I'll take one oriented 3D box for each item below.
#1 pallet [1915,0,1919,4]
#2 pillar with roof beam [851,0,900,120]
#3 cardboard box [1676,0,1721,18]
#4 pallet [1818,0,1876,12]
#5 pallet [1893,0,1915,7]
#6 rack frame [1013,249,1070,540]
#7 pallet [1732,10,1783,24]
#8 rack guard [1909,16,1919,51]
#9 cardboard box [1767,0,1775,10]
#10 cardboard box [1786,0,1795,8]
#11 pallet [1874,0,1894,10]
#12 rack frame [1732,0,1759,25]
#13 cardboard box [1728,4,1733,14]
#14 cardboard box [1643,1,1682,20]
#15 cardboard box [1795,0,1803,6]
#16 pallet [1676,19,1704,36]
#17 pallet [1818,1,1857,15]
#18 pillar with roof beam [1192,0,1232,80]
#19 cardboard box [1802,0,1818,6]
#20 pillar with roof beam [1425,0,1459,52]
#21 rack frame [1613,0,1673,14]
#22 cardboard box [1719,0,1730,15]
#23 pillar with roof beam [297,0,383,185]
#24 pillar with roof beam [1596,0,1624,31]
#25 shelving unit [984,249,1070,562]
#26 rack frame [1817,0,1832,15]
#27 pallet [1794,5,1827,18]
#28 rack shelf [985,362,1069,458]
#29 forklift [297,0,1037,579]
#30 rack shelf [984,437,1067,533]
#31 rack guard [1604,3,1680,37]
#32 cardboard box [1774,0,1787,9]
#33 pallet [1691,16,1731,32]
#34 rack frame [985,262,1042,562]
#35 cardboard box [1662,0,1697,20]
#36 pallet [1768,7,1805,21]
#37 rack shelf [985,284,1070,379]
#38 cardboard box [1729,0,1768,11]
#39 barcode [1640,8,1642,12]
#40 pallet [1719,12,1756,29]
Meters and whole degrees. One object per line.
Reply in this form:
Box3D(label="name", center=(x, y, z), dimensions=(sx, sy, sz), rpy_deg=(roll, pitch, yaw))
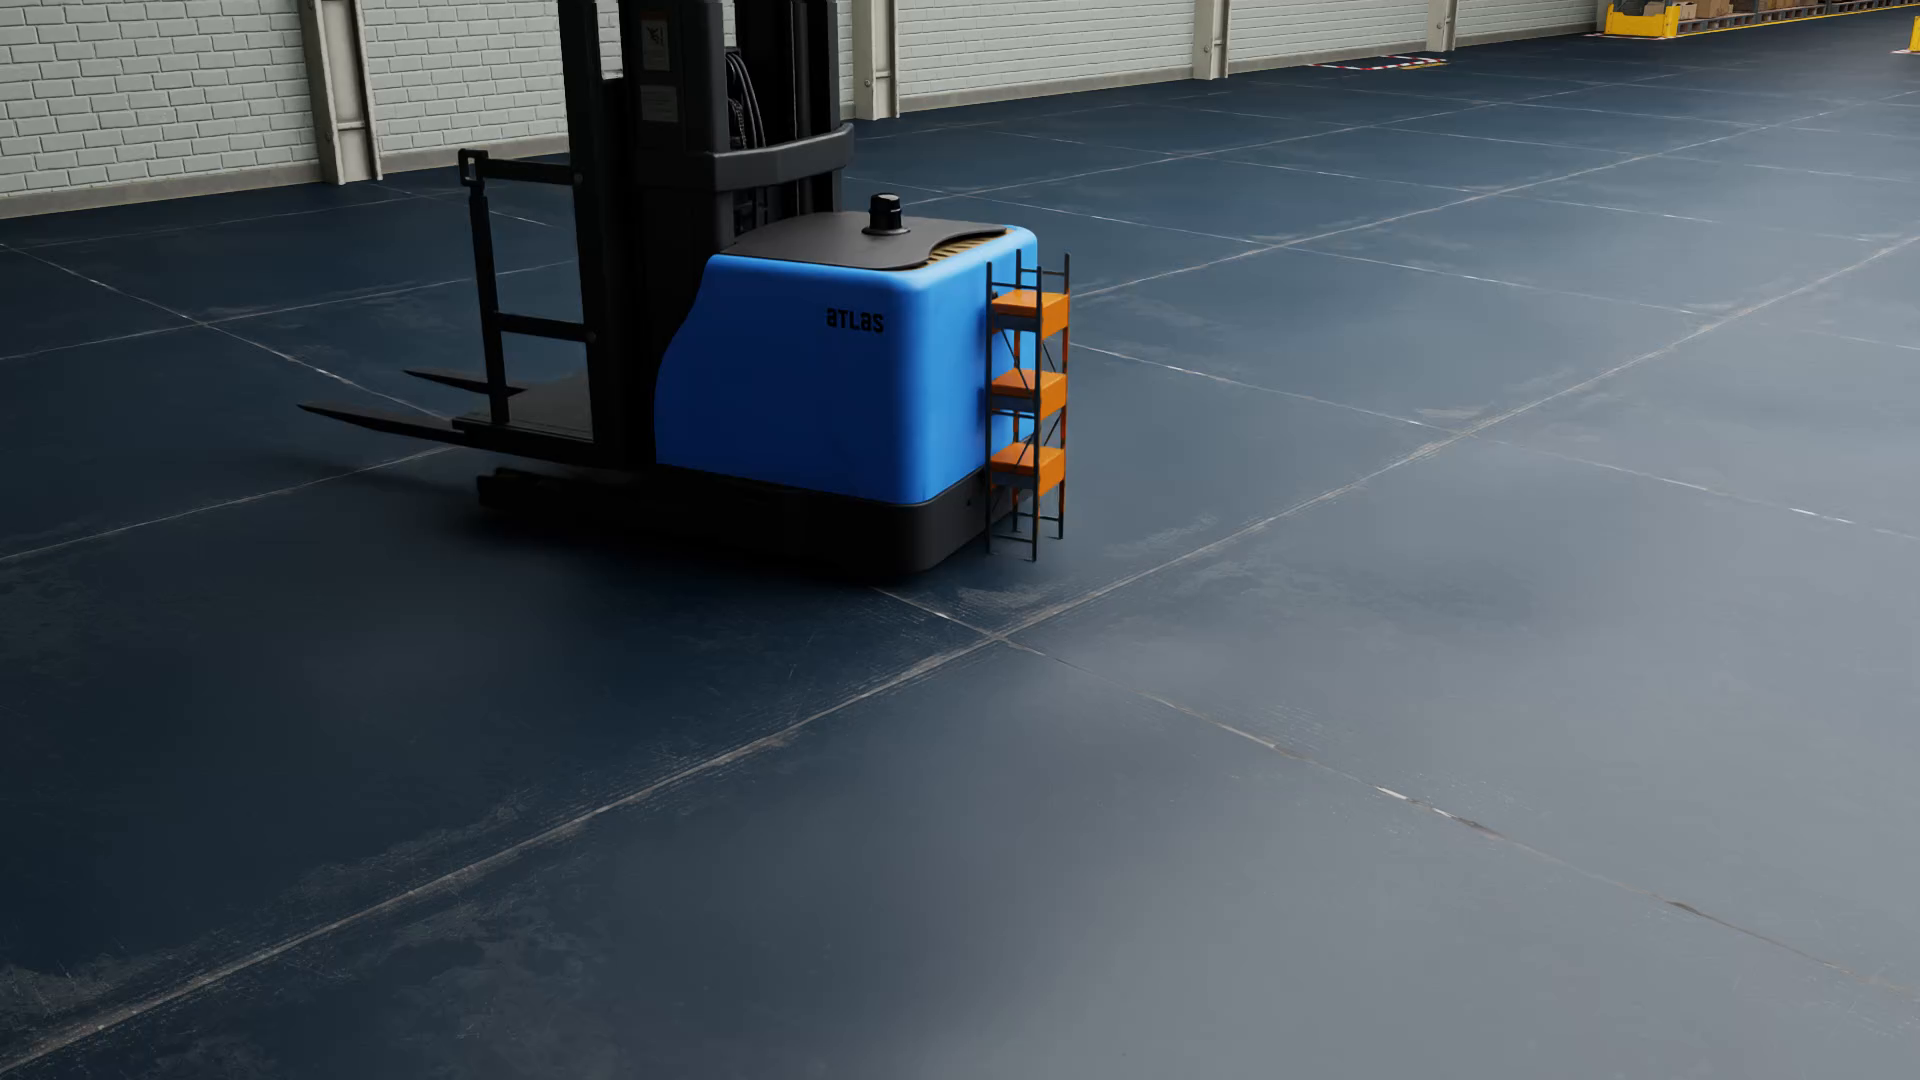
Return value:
Box3D(label="pallet", center=(21.601, -12.458, 38.193), dimensions=(1.003, 0.211, 1.213), rpy_deg=(19, 28, 41))
Box3D(label="pillar with roof beam", center=(2.189, -7.676, 13.504), dimensions=(9.100, 9.000, 0.400), rpy_deg=(19, 28, 41))
Box3D(label="cardboard box", center=(13.285, -9.701, 30.003), dimensions=(0.700, 0.500, 0.500), rpy_deg=(17, 27, 37))
Box3D(label="pallet", center=(18.828, -11.435, 35.530), dimensions=(1.003, 0.211, 1.213), rpy_deg=(19, 28, 41))
Box3D(label="pallet", center=(20.750, -12.143, 37.373), dimensions=(1.003, 0.211, 1.213), rpy_deg=(19, 28, 41))
Box3D(label="rack frame", center=(0.287, -0.507, 5.929), dimensions=(0.200, 1.050, 0.008), rpy_deg=(10, 23, 24))
Box3D(label="pallet", center=(15.125, -10.111, 32.087), dimensions=(1.003, 0.211, 1.213), rpy_deg=(19, 28, 41))
Box3D(label="rack guard", center=(15.327, -7.772, 25.599), dimensions=(1.175, 0.500, 0.348), rpy_deg=(19, 28, 41))
Box3D(label="cardboard box", center=(15.409, -10.590, 32.316), dimensions=(0.700, 0.500, 0.500), rpy_deg=(19, 28, 40))
Box3D(label="cardboard box", center=(16.139, -10.843, 32.975), dimensions=(0.700, 0.500, 0.500), rpy_deg=(19, 28, 40))
Box3D(label="pallet", center=(19.679, -11.750, 36.350), dimensions=(1.003, 0.211, 1.213), rpy_deg=(19, 28, 41))
Box3D(label="rack frame", center=(14.583, -11.212, 31.065), dimensions=(1.000, 3.000, 0.127), rpy_deg=(19, 28, 41))
Box3D(label="cardboard box", center=(14.231, -9.950, 31.117), dimensions=(0.380, 0.166, 0.250), rpy_deg=(15, 26, 34))
Box3D(label="cardboard box", center=(12.340, -9.290, 29.197), dimensions=(0.500, 0.311, 0.500), rpy_deg=(15, 26, 35))
Box3D(label="cardboard box", center=(16.466, -10.978, 33.325), dimensions=(0.700, 0.500, 0.500), rpy_deg=(19, 28, 41))
Box3D(label="pallet", center=(12.437, -9.102, 29.461), dimensions=(1.003, 0.211, 1.213), rpy_deg=(19, 28, 41))
Box3D(label="pallet", center=(17.977, -11.123, 34.718), dimensions=(1.003, 0.211, 1.213), rpy_deg=(19, 28, 41))
Box3D(label="pillar with roof beam", center=(6.374, -9.219, 17.516), dimensions=(9.100, 9.000, 0.400), rpy_deg=(19, 28, 41))
Box3D(label="cardboard box", center=(16.908, -11.081, 33.594), dimensions=(0.500, 0.500, 0.700), rpy_deg=(-20, 29, -41))
Box3D(label="pillar with roof beam", center=(10.560, -10.761, 21.529), dimensions=(9.100, 9.000, 0.400), rpy_deg=(19, 28, 41))
Box3D(label="rack frame", center=(11.792, -10.184, 28.390), dimensions=(1.000, 3.000, 0.127), rpy_deg=(19, 28, 41))
Box3D(label="cardboard box", center=(13.887, -9.974, 30.714), dimensions=(0.500, 0.500, 0.500), rpy_deg=(17, 27, 37))
Box3D(label="pillar with roof beam", center=(-1.997, -6.134, 9.491), dimensions=(9.100, 9.000, 0.400), rpy_deg=(19, 28, 41))
Box3D(label="pillar with roof beam", center=(14.745, -12.303, 25.542), dimensions=(9.100, 9.000, 0.400), rpy_deg=(19, 28, 41))
Box3D(label="shelving unit", center=(0.234, -0.467, 5.827), dimensions=(0.215, 1.050, 0.252), rpy_deg=(10, 23, 24))
Box3D(label="rack frame", center=(17.373, -12.240, 33.740), dimensions=(1.000, 3.000, 0.127), rpy_deg=(19, 28, 41))
Box3D(label="pallet", center=(16.827, -10.738, 33.719), dimensions=(1.003, 0.211, 1.213), rpy_deg=(19, 28, 41))
Box3D(label="rack shelf", center=(0.234, -0.457, 5.831), dimensions=(0.215, 0.259, 0.240), rpy_deg=(10, 23, 24))
Box3D(label="forklift", center=(-1.257, -1.587, 6.118), dimensions=(3.031, 2.935, 1.130), rpy_deg=(10, 23, 25))
Box3D(label="rack shelf", center=(0.234, -0.198, 5.930), dimensions=(0.215, 0.259, 0.240), rpy_deg=(10, 23, 24))
Box3D(label="rack guard", center=(11.845, -9.037, 28.889), dimensions=(1.175, 0.500, 0.348), rpy_deg=(19, 28, 41))
Box3D(label="cardboard box", center=(15.794, -10.711, 32.631), dimensions=(0.700, 0.500, 0.500), rpy_deg=(20, 28, 41))
Box3D(label="pallet", center=(13.288, -9.414, 30.273), dimensions=(1.003, 0.211, 1.213), rpy_deg=(19, 28, 41))
Box3D(label="rack frame", center=(0.181, -0.428, 5.724), dimensions=(0.200, 1.050, 0.008), rpy_deg=(10, 23, 24))
Box3D(label="cardboard box", center=(12.737, -9.436, 29.579), dimensions=(0.500, 0.311, 0.500), rpy_deg=(-17, 27, -38))
Box3D(label="pallet", center=(15.976, -10.426, 32.907), dimensions=(1.003, 0.211, 1.213), rpy_deg=(19, 28, 41))
Box3D(label="rack shelf", center=(0.234, -0.722, 5.729), dimensions=(0.215, 0.259, 0.240), rpy_deg=(10, 23, 24))
Box3D(label="cardboard box", center=(15.084, -10.444, 31.937), dimensions=(0.500, 0.500, 0.700), rpy_deg=(-19, 28, -40))
Box3D(label="barcode", center=(12.066, -9.399, 29.468), dimensions=(0.001, 0.075, 0.075), rpy_deg=(19, 28, 41))
Box3D(label="pallet", center=(14.140, -9.729, 31.093), dimensions=(1.003, 0.211, 1.213), rpy_deg=(19, 28, 41))
